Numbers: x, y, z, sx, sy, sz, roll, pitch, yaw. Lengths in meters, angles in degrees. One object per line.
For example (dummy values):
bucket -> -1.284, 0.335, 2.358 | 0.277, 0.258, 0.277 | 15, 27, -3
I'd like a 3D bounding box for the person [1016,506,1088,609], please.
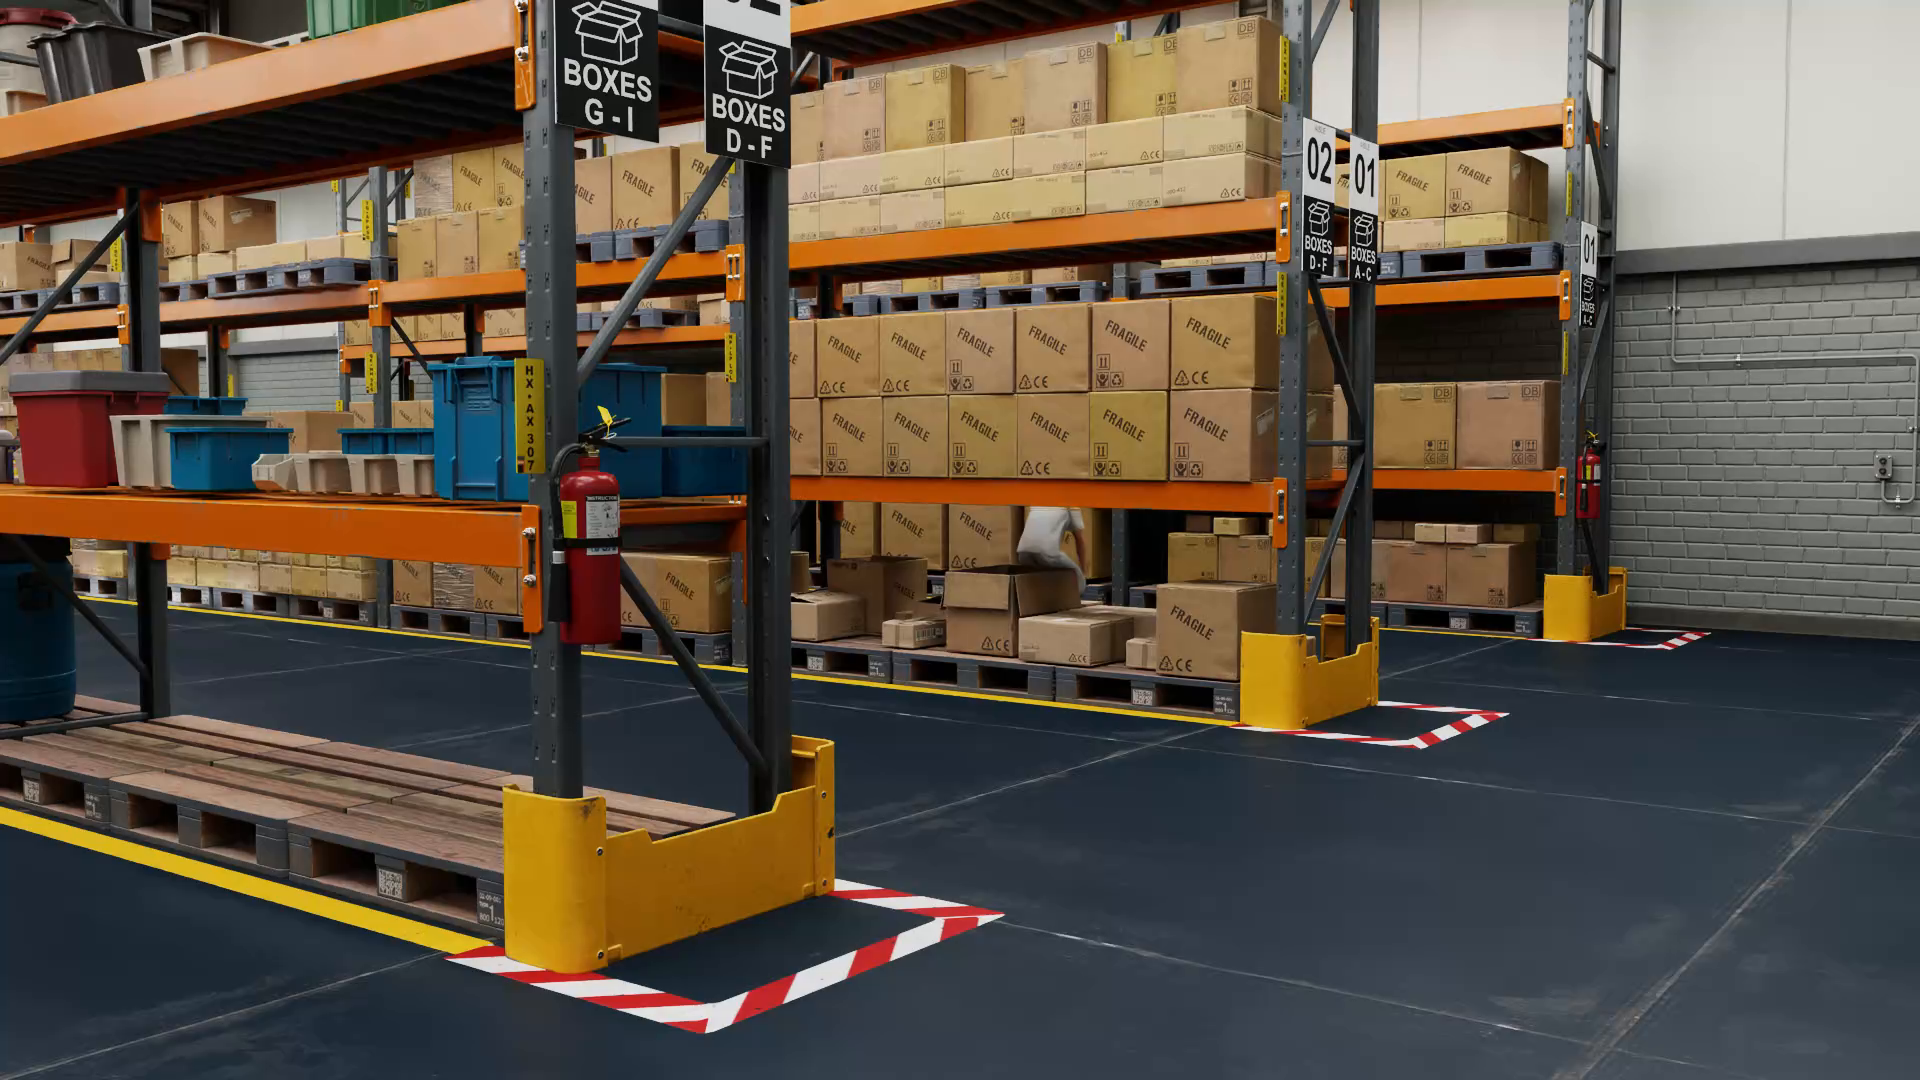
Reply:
person -> 0.700, 0.128, 12.923 | 0.490, 1.275, 0.696 | 2, 4, 36
